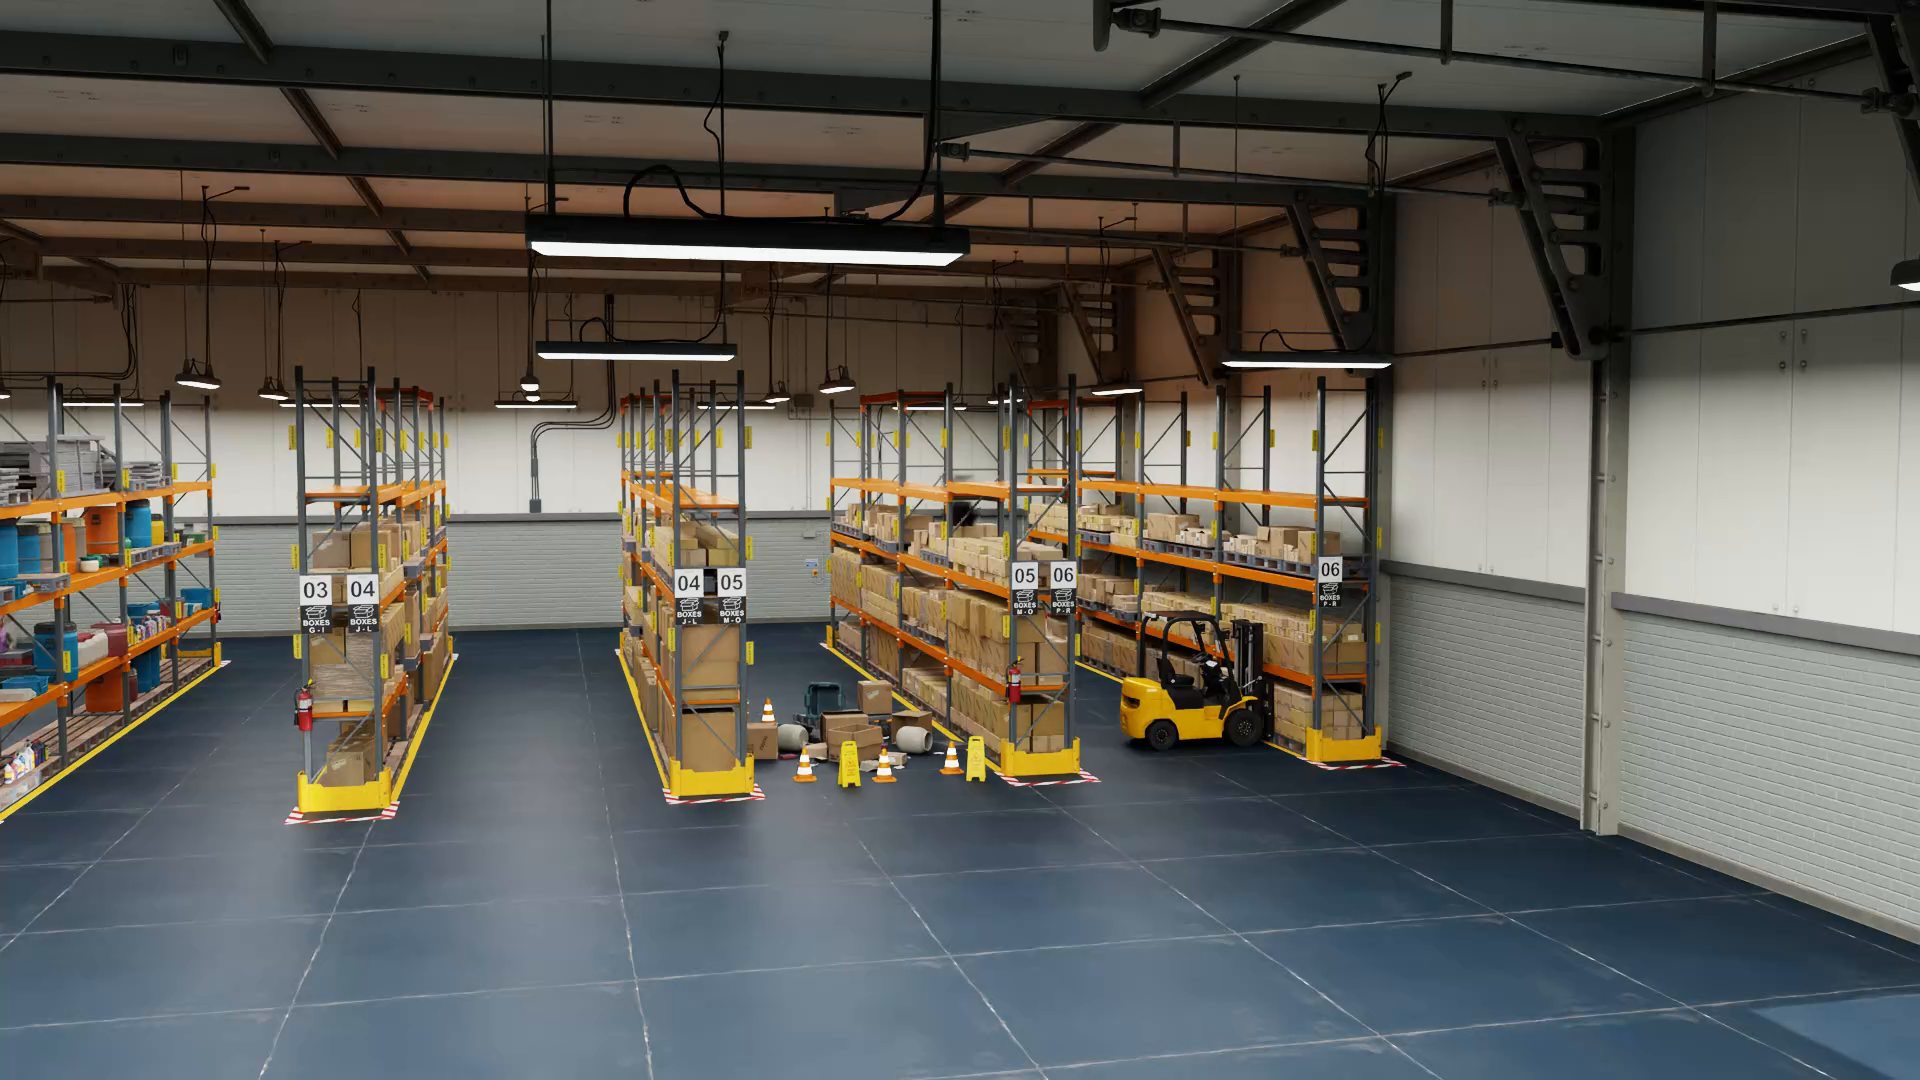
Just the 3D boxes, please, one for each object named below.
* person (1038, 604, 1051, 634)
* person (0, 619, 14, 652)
[{"bbox_3d":[1.628,2.142,33.026,0.623,1.751,0.864,-2,4,-28],"label":"person"},{"bbox_3d":[-18.773,2.298,32.503,0.517,1.559,0.659,-1,4,-21],"label":"person"}]
